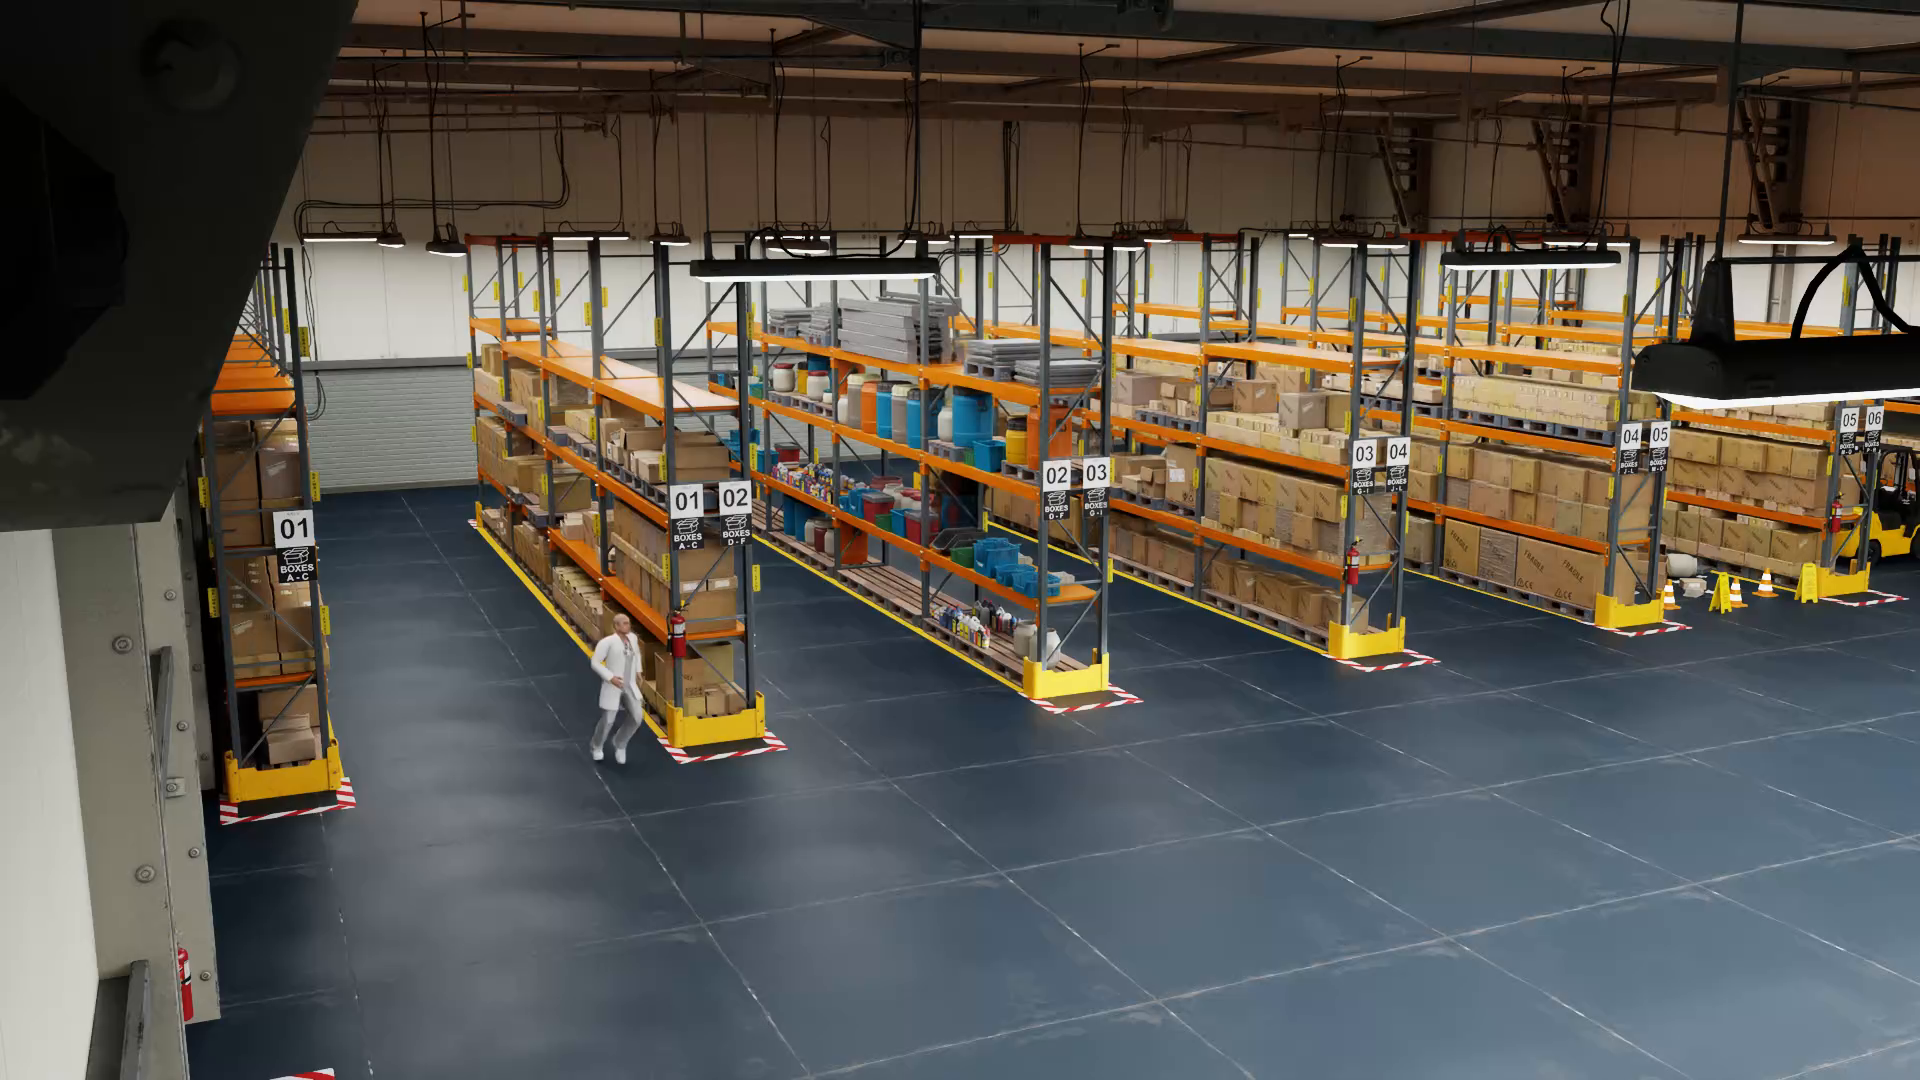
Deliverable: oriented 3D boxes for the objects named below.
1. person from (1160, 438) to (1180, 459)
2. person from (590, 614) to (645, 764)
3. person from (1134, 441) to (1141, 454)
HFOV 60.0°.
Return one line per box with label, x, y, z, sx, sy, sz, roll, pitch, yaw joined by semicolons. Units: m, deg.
person;4.534;-1.376;35.532;0.685;1.776;0.994;-6;12;-28
person;-4.006;1.743;19.626;0.765;1.762;0.693;-10;15;-43
person;4.462;-2.540;41.745;0.674;1.805;0.689;4;12;21
